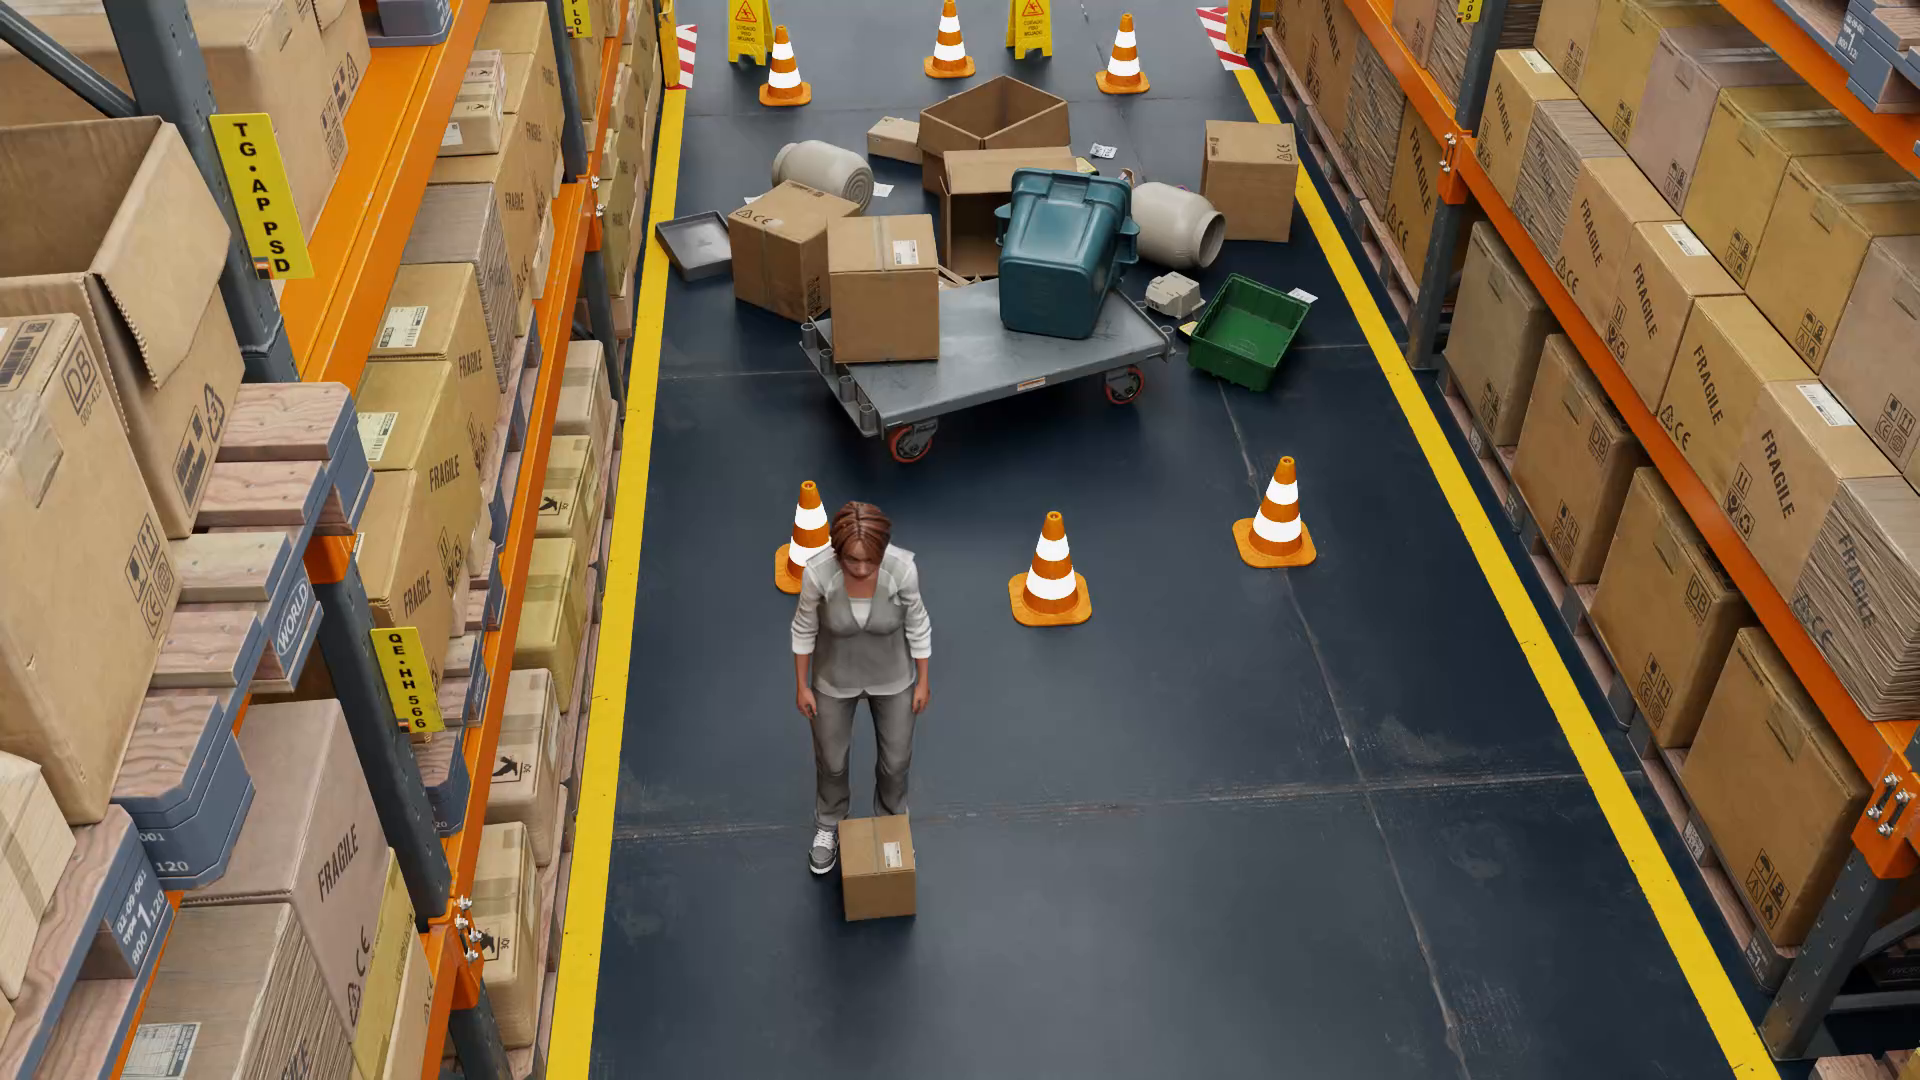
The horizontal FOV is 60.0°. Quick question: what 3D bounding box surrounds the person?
[{"bbox_3d":[-0.322,0.492,5.579,0.461,1.582,0.365,-3,40,-4],"label":"person"}]
